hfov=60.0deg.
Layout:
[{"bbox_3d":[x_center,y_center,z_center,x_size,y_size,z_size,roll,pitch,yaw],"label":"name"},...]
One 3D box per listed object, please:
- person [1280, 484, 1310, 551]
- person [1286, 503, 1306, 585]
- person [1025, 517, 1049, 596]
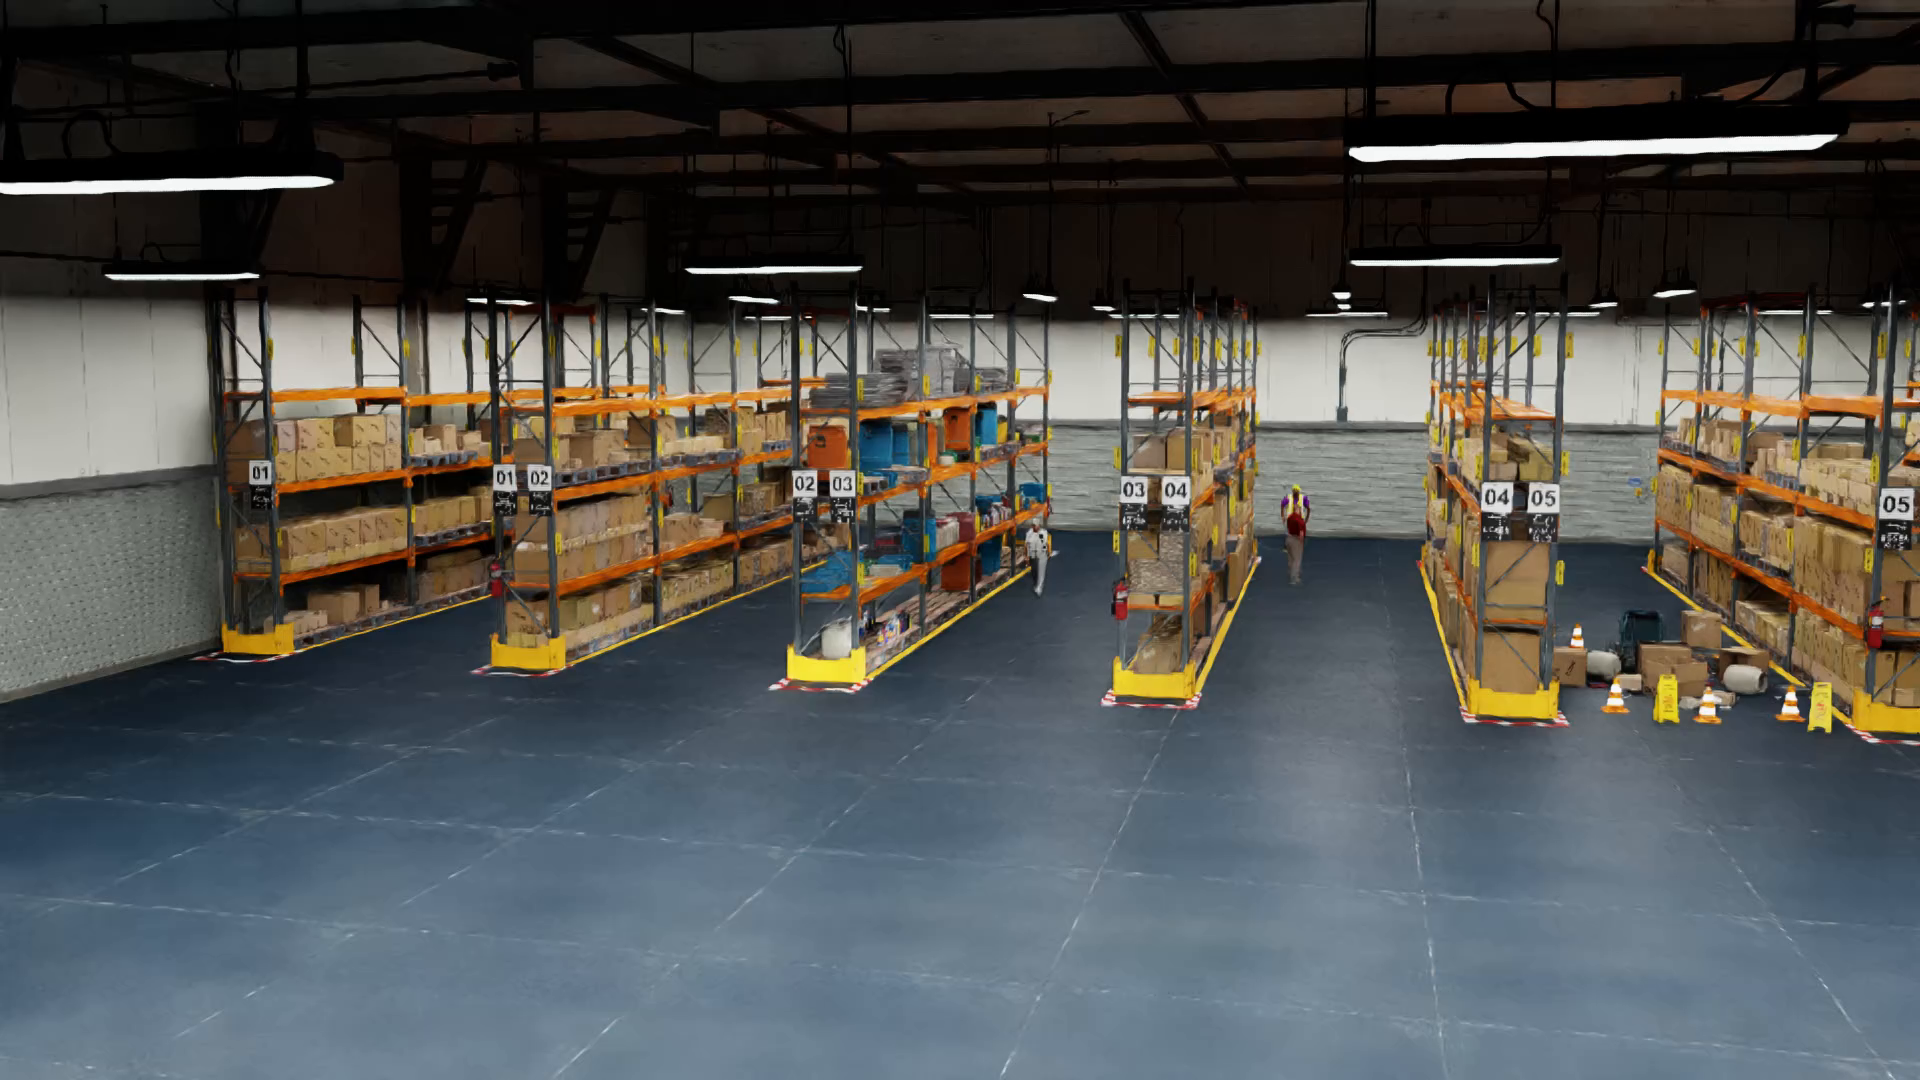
[{"bbox_3d":[8.238,-0.535,40.885,0.719,1.714,0.578,1,7,11],"label":"person"},{"bbox_3d":[7.187,0.070,35.382,0.456,1.733,0.593,-2,7,-19],"label":"person"},{"bbox_3d":[1.564,0.313,33.900,0.497,1.583,1.090,2,7,15],"label":"person"}]
